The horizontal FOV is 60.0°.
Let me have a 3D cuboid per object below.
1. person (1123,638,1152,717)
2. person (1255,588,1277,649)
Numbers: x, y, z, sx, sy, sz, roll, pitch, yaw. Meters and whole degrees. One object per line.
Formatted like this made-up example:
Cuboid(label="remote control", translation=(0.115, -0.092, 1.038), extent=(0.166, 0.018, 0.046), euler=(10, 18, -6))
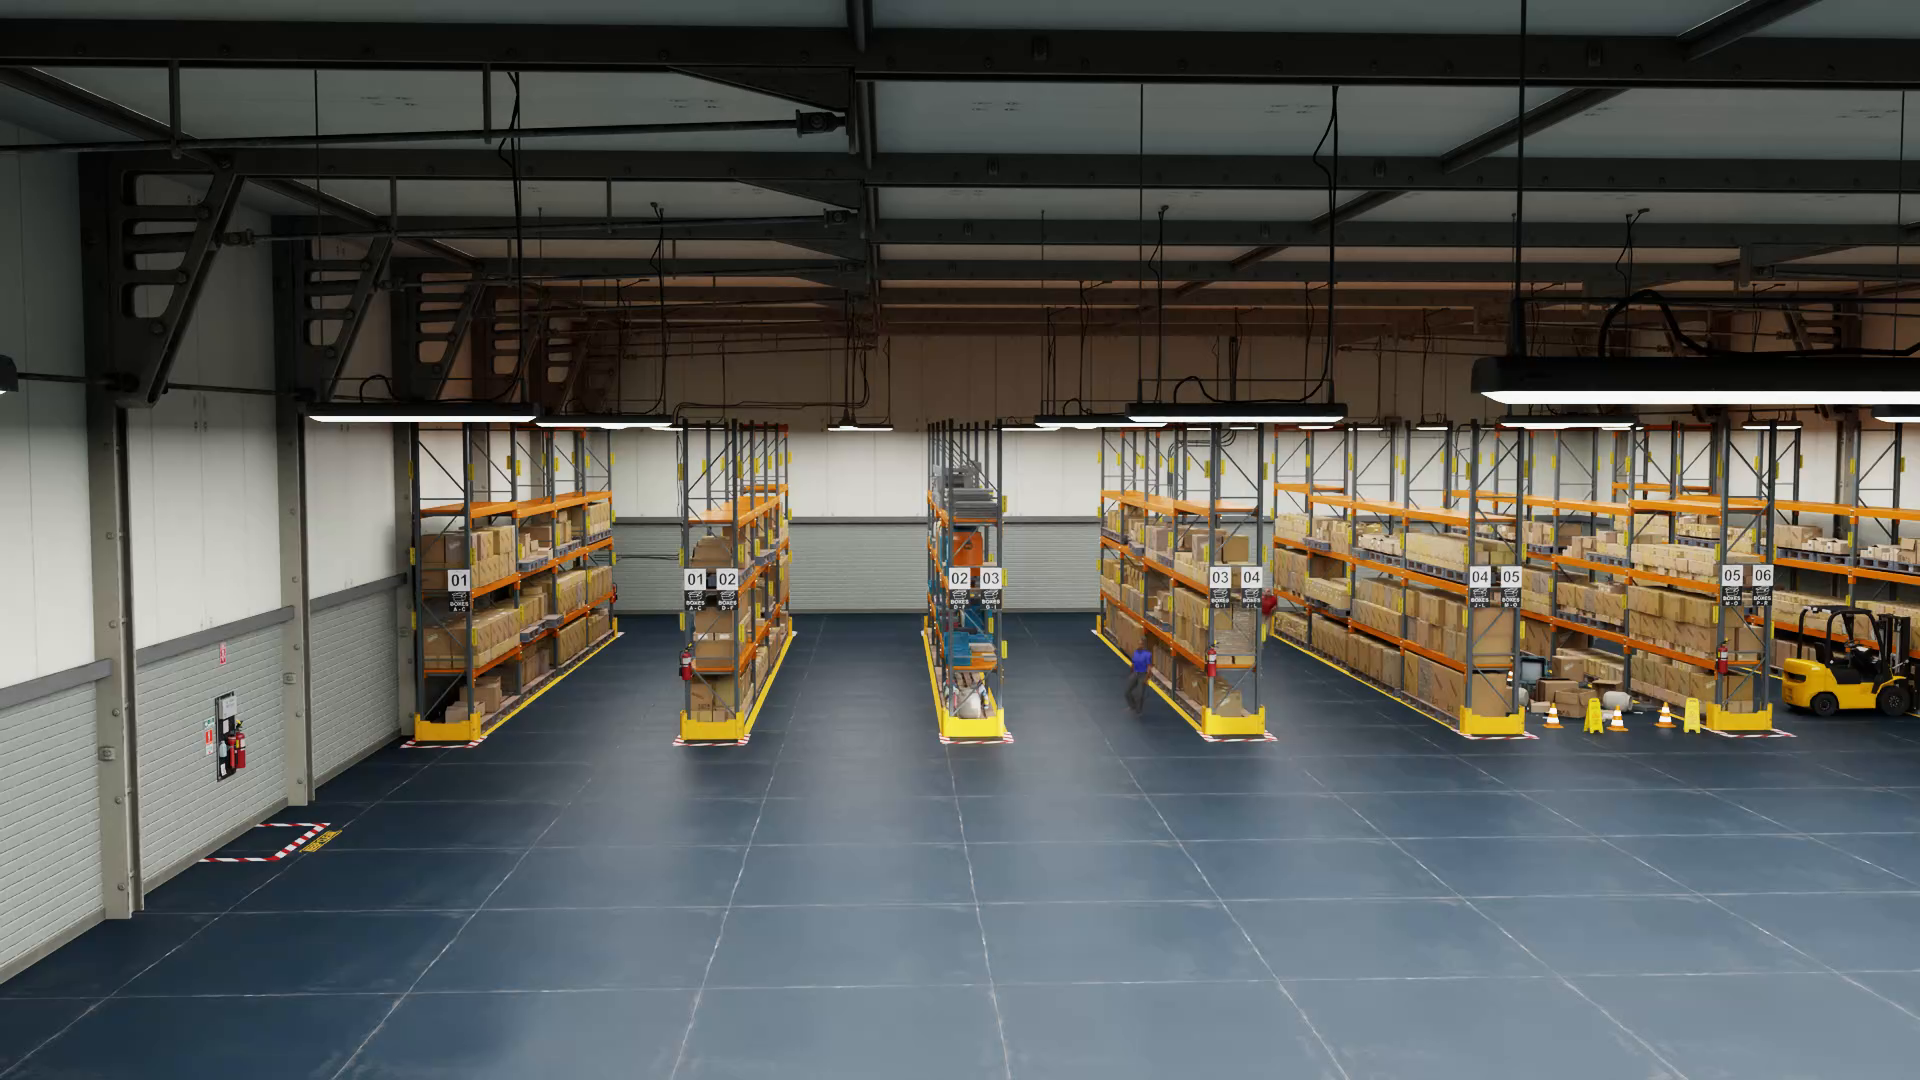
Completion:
Cuboid(label="person", translation=(3.588, 2.788, 33.585), extent=(0.702, 1.658, 0.454), euler=(3, 5, 38))
Cuboid(label="person", translation=(8.112, 2.079, 44.157), extent=(0.631, 1.650, 0.722), euler=(-1, 4, -16))
